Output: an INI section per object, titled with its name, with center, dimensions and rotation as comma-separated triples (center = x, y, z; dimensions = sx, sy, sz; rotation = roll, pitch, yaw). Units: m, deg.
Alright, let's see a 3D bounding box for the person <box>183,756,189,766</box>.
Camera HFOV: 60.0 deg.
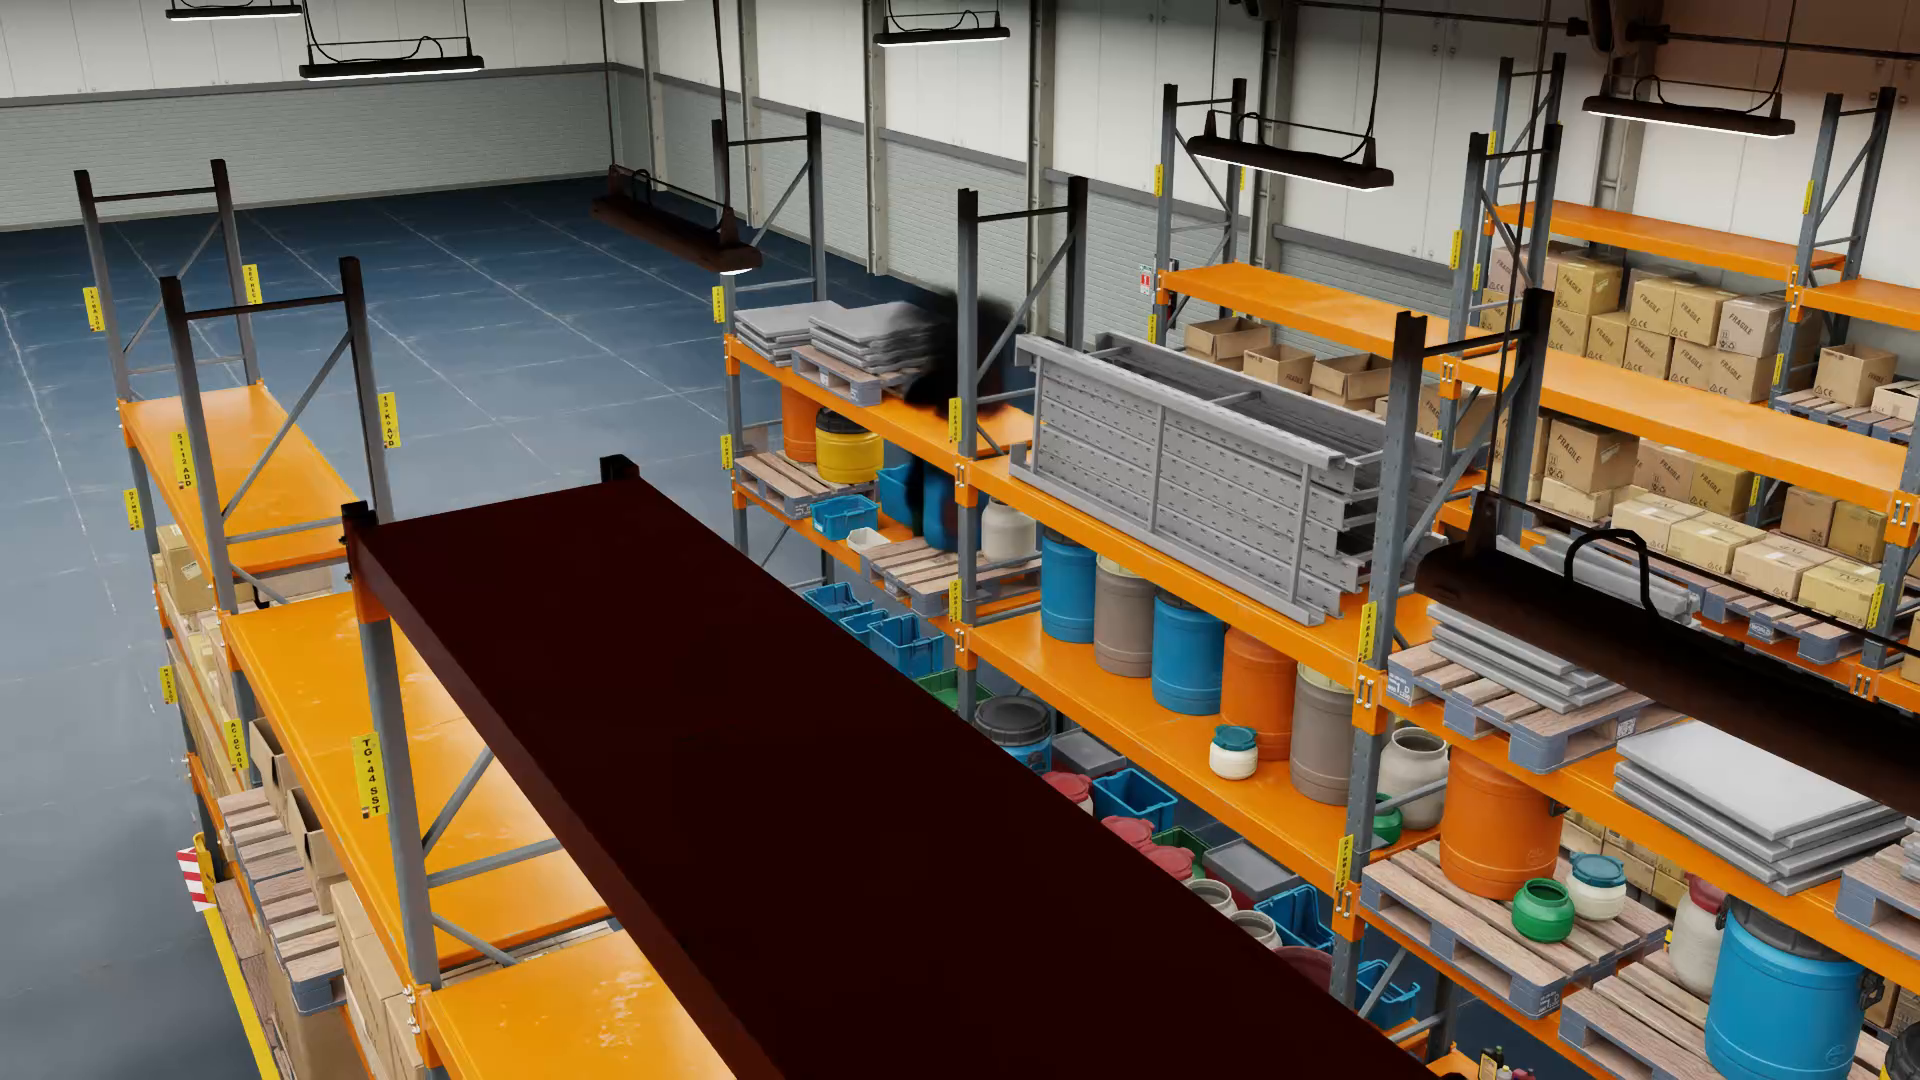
[person]
center = -6.953, 1.396, 15.581
dimensions = 1.001, 1.730, 0.700
rotation = 12, 25, 28
